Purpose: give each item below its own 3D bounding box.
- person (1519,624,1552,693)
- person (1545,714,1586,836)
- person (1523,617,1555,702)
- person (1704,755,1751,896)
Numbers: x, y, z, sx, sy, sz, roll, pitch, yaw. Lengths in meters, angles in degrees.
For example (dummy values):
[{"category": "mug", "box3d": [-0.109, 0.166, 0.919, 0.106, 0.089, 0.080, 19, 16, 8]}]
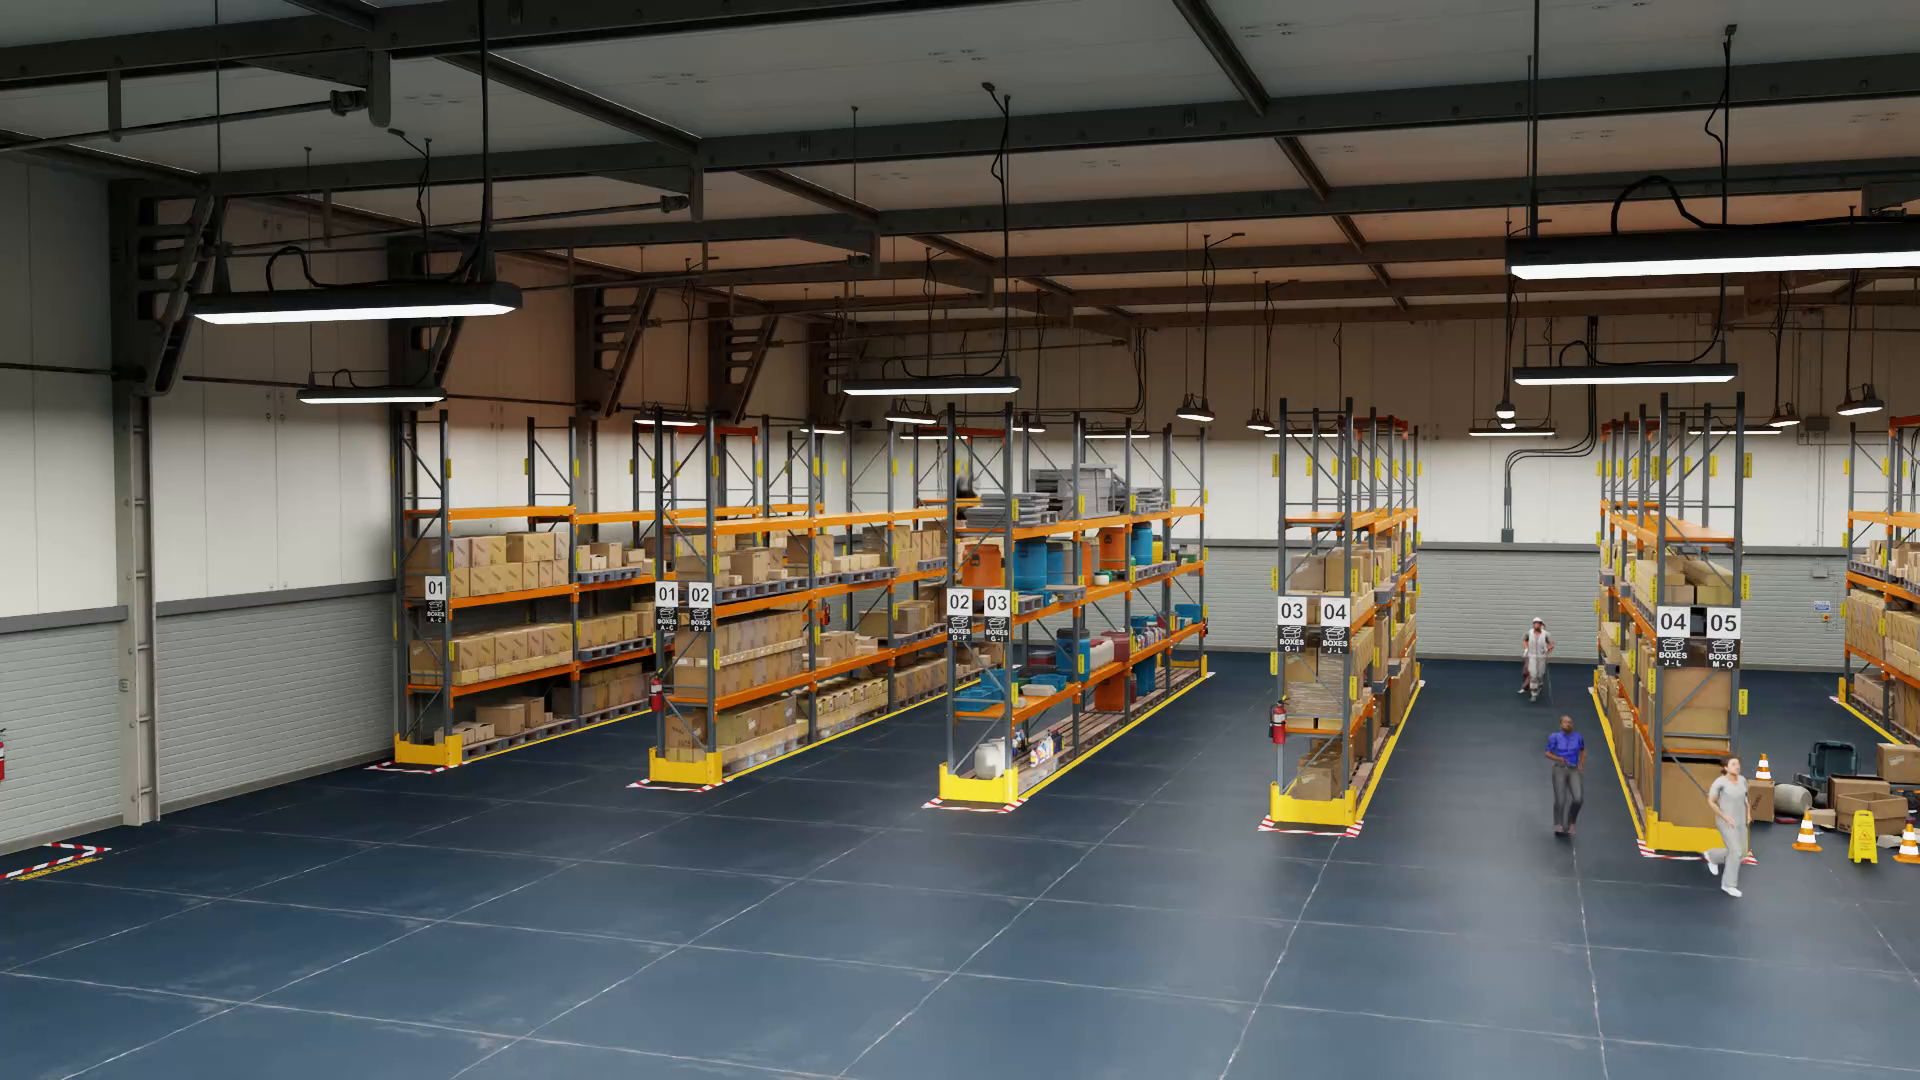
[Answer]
[{"category": "person", "box3d": [12.833, 2.625, 37.030, 0.662, 1.573, 0.573, 1, 3, 27]}, {"category": "person", "box3d": [8.280, 3.213, 22.652, 0.575, 1.666, 0.593, 0, 2, 7]}, {"category": "person", "box3d": [12.431, 2.552, 35.734, 0.650, 1.786, 0.887, 1, 3, 21]}, {"category": "person", "box3d": [9.076, 3.347, 19.721, 0.573, 1.656, 0.637, -1, 3, -16]}]
